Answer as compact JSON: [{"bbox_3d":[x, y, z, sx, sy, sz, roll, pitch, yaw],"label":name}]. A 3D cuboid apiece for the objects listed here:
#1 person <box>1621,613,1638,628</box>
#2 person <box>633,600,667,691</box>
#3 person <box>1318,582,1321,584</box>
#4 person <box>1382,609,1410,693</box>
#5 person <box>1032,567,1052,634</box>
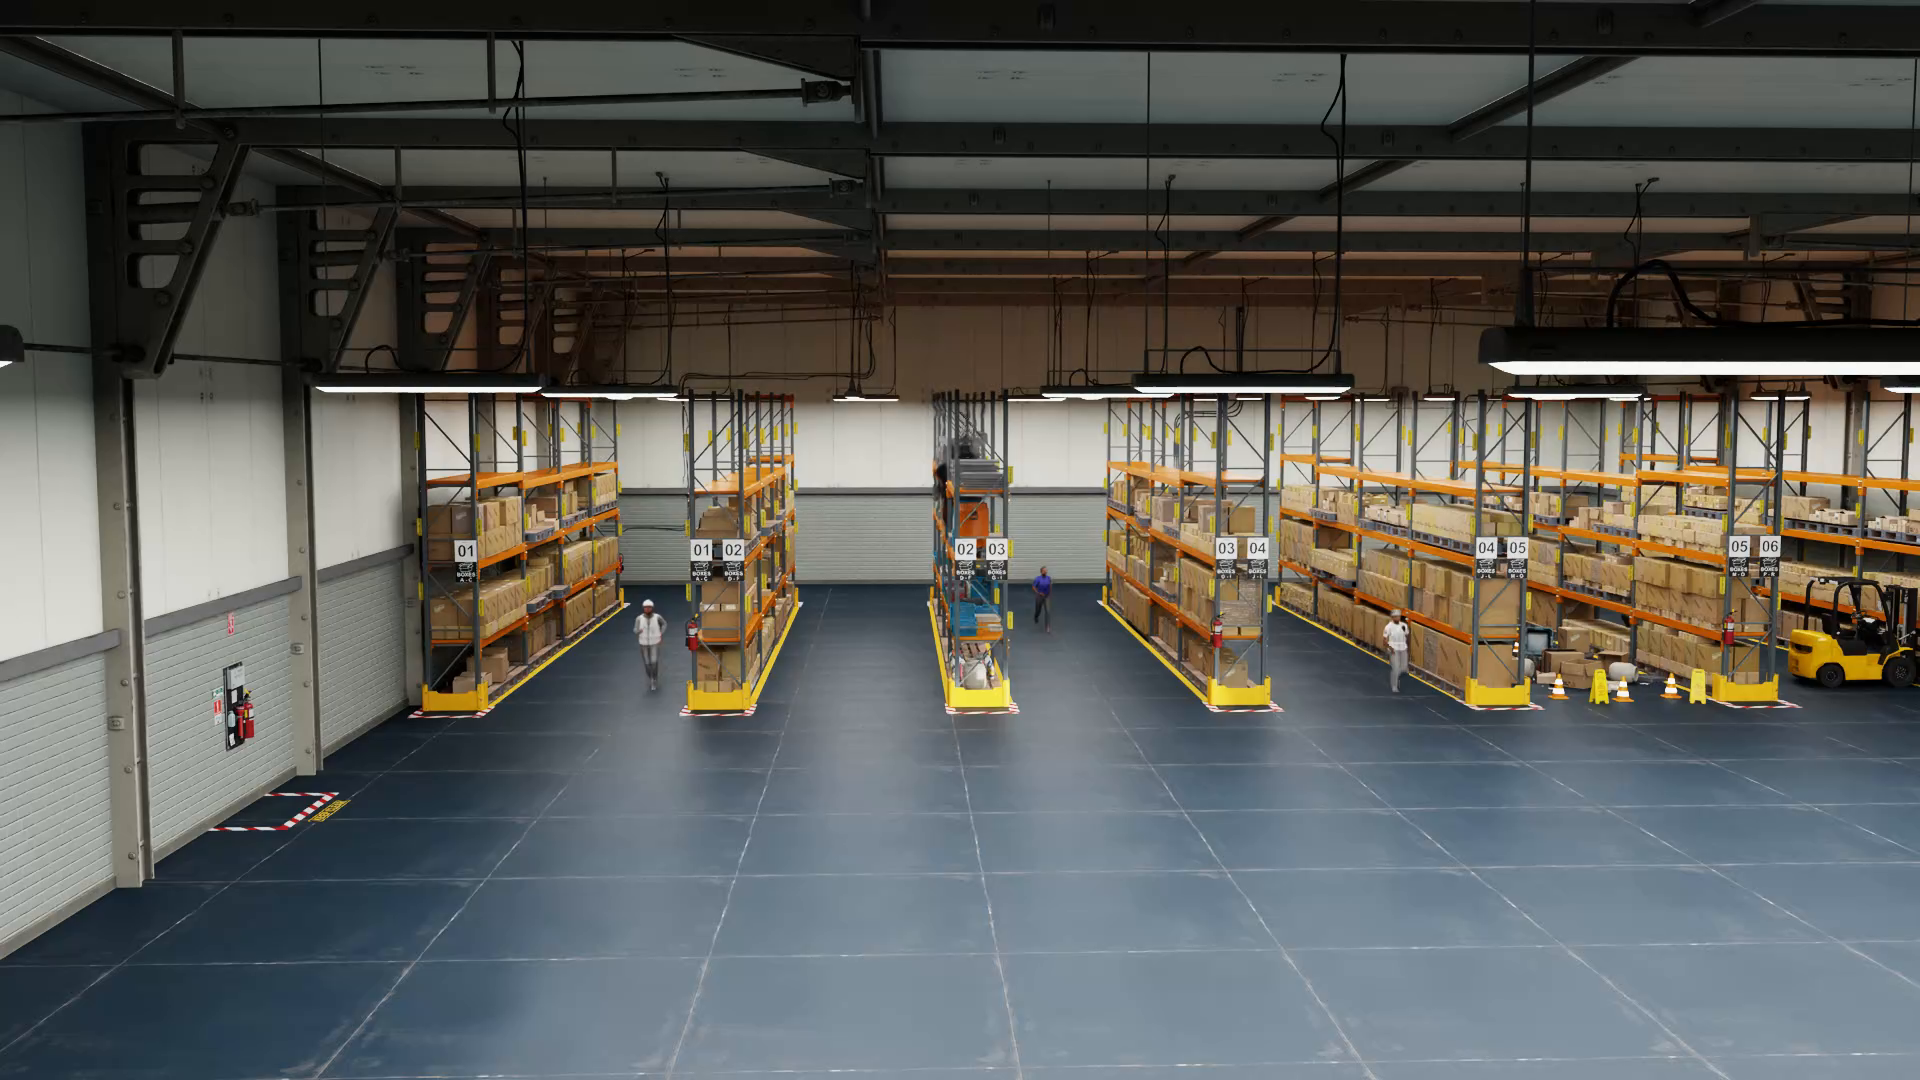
[{"bbox_3d":[16.485,1.511,40.853,0.719,1.752,0.975,0,5,-4],"label":"person"},{"bbox_3d":[-6.255,2.116,33.503,0.638,1.835,0.777,0,5,0],"label":"person"},{"bbox_3d":[10.380,0.878,48.837,0.880,1.763,0.756,4,6,42],"label":"person"},{"bbox_3d":[8.699,2.200,33.141,0.553,1.668,0.511,0,5,-4],"label":"person"},{"bbox_3d":[2.081,1.495,42.032,0.546,1.658,1.084,-1,5,-10],"label":"person"}]
